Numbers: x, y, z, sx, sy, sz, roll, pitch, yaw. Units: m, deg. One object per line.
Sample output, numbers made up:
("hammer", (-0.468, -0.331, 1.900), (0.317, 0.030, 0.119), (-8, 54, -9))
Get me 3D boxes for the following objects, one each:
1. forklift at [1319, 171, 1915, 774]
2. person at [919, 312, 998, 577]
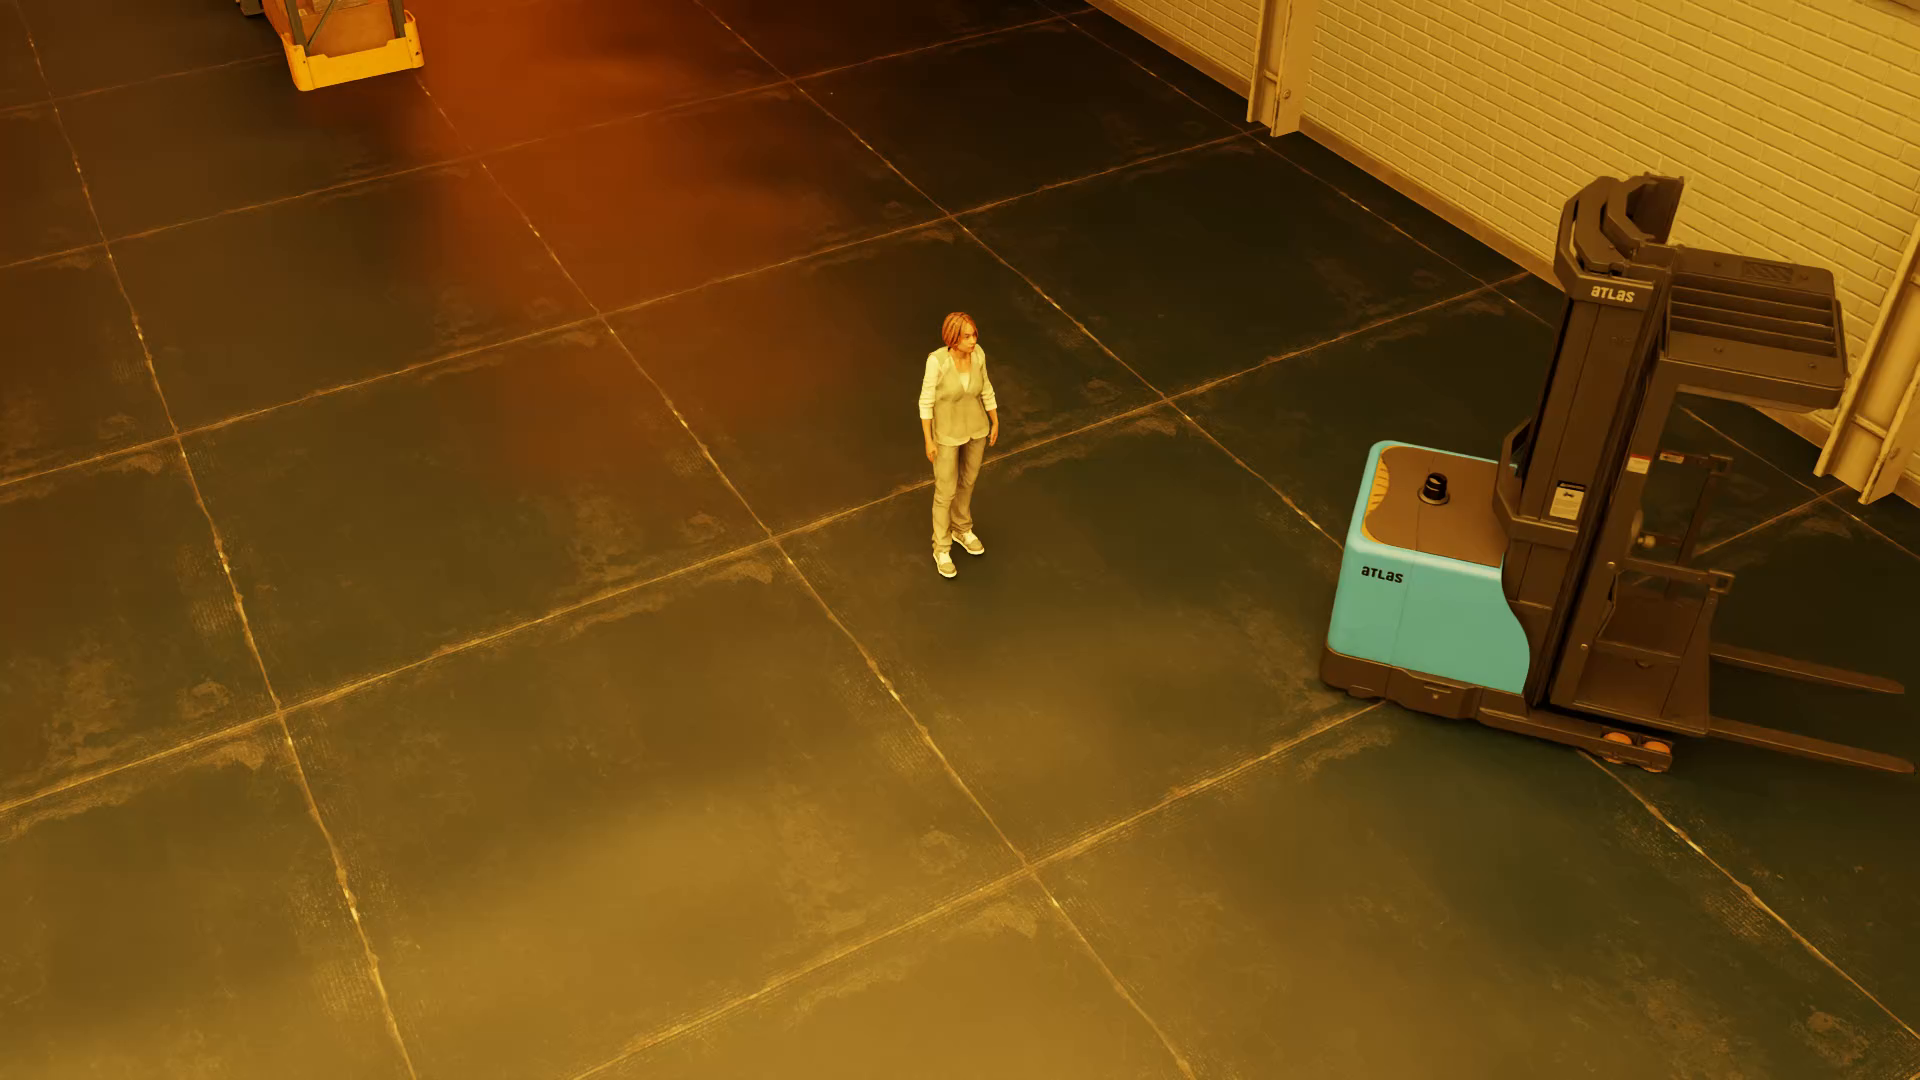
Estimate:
("forklift", (3.585, -0.279, 8.372), (3.031, 2.935, 1.130), (13, 41, 15))
("person", (0.026, -0.572, 9.765), (0.521, 1.592, 0.473), (-20, 44, -23))
